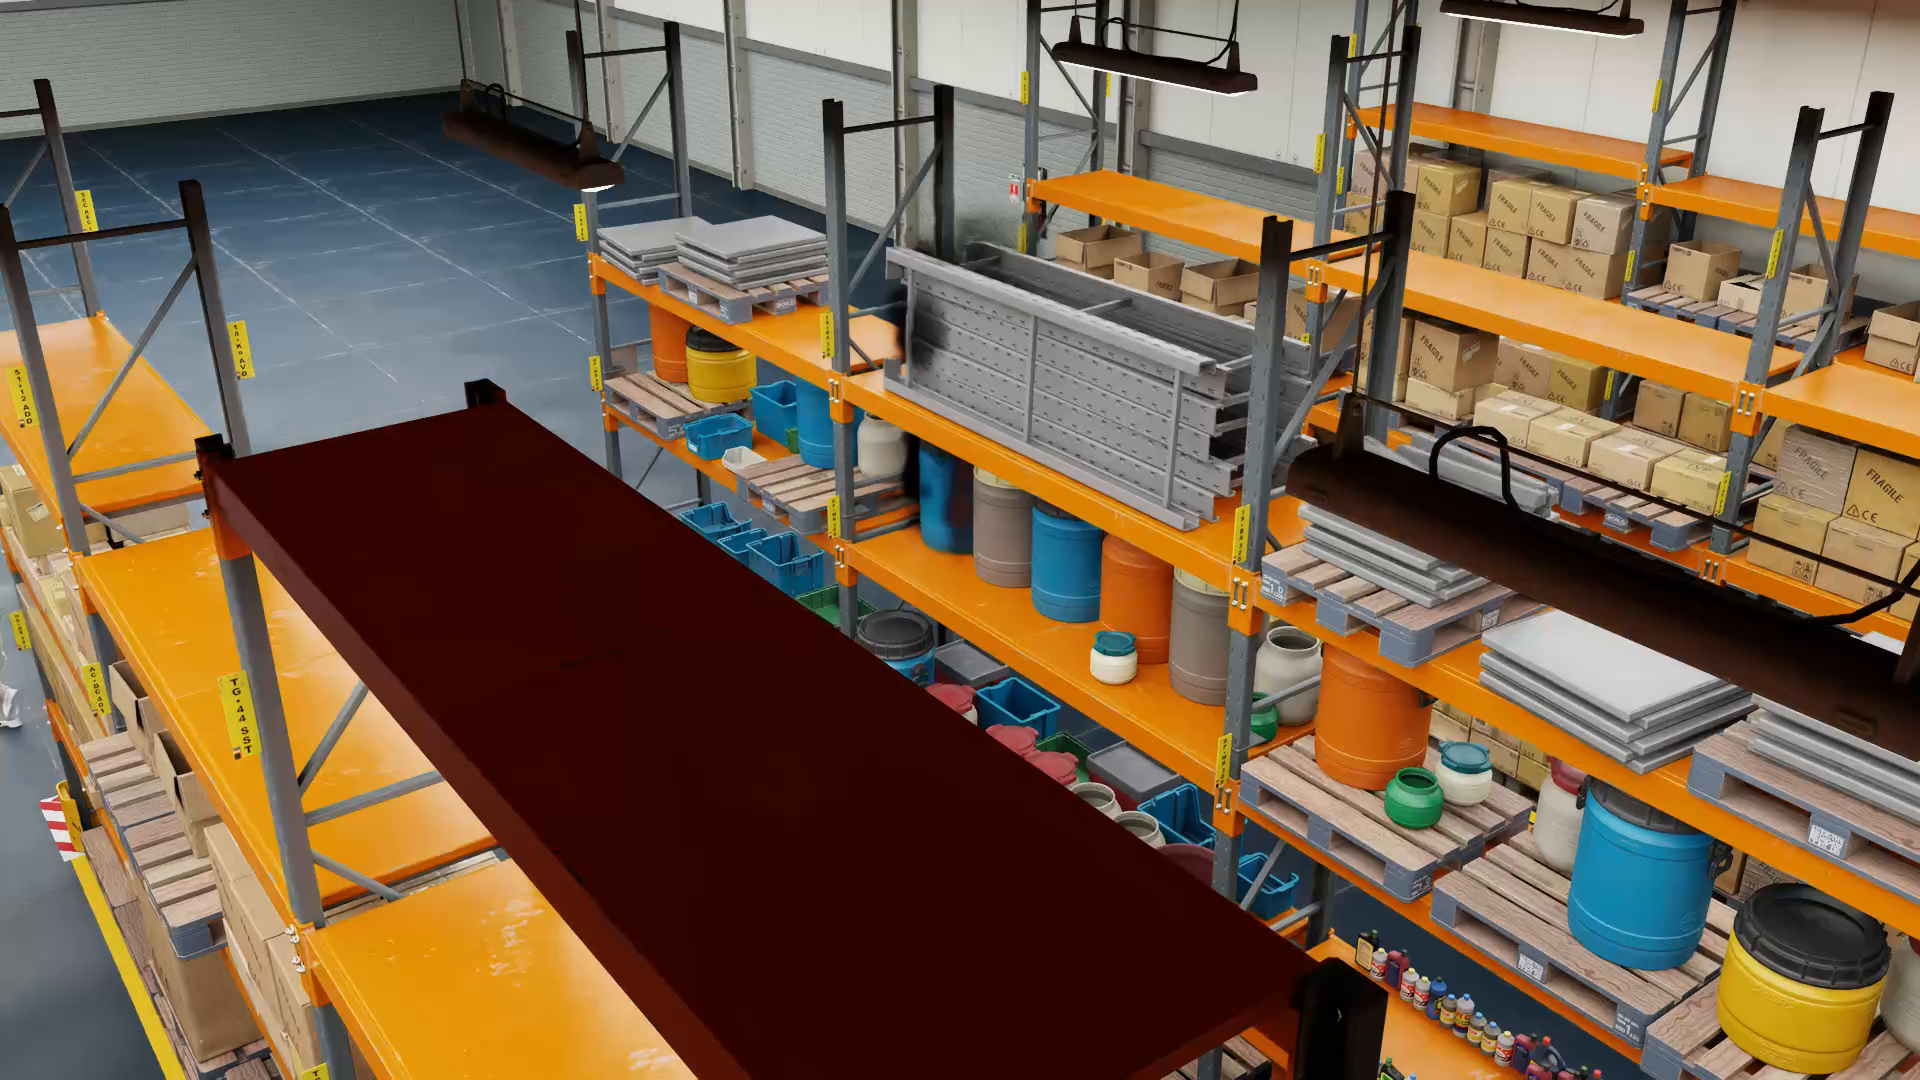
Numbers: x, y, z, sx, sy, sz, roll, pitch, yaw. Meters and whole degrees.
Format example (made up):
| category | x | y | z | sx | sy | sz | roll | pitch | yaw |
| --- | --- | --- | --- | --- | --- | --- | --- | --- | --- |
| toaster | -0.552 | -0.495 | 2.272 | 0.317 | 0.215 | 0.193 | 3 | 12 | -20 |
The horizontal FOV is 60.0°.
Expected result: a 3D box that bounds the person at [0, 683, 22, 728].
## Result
| category | x | y | z | sx | sy | sz | roll | pitch | yaw |
| --- | --- | --- | --- | --- | --- | --- | --- | --- | --- |
| person | -8.865 | 0.972 | 14.957 | 0.631 | 1.622 | 0.572 | 3 | 25 | 7 |
